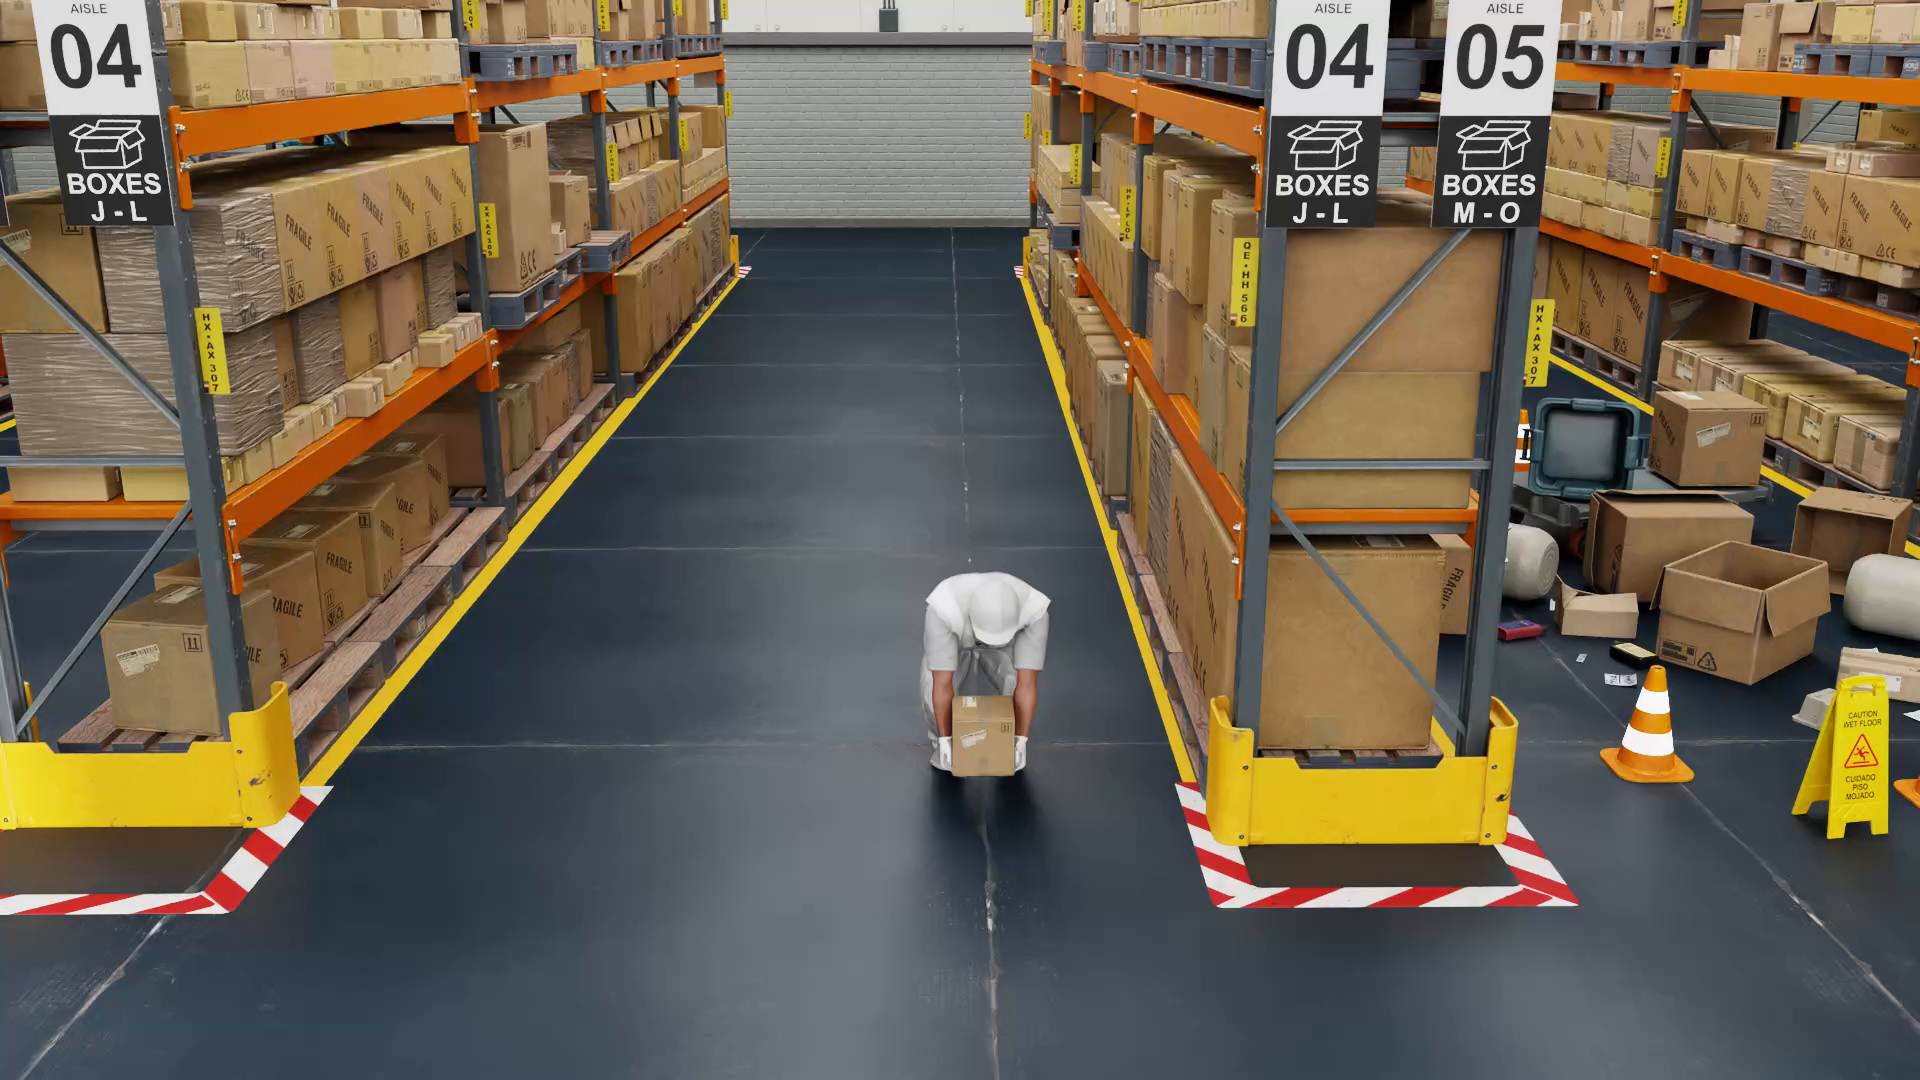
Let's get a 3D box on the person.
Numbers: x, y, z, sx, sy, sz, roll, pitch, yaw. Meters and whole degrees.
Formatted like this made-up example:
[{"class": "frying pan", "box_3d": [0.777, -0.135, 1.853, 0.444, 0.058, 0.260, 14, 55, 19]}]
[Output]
[{"class": "person", "box_3d": [0.101, 0.538, 7.098, 0.555, 1.001, 0.926, -1, 17, -2]}]
